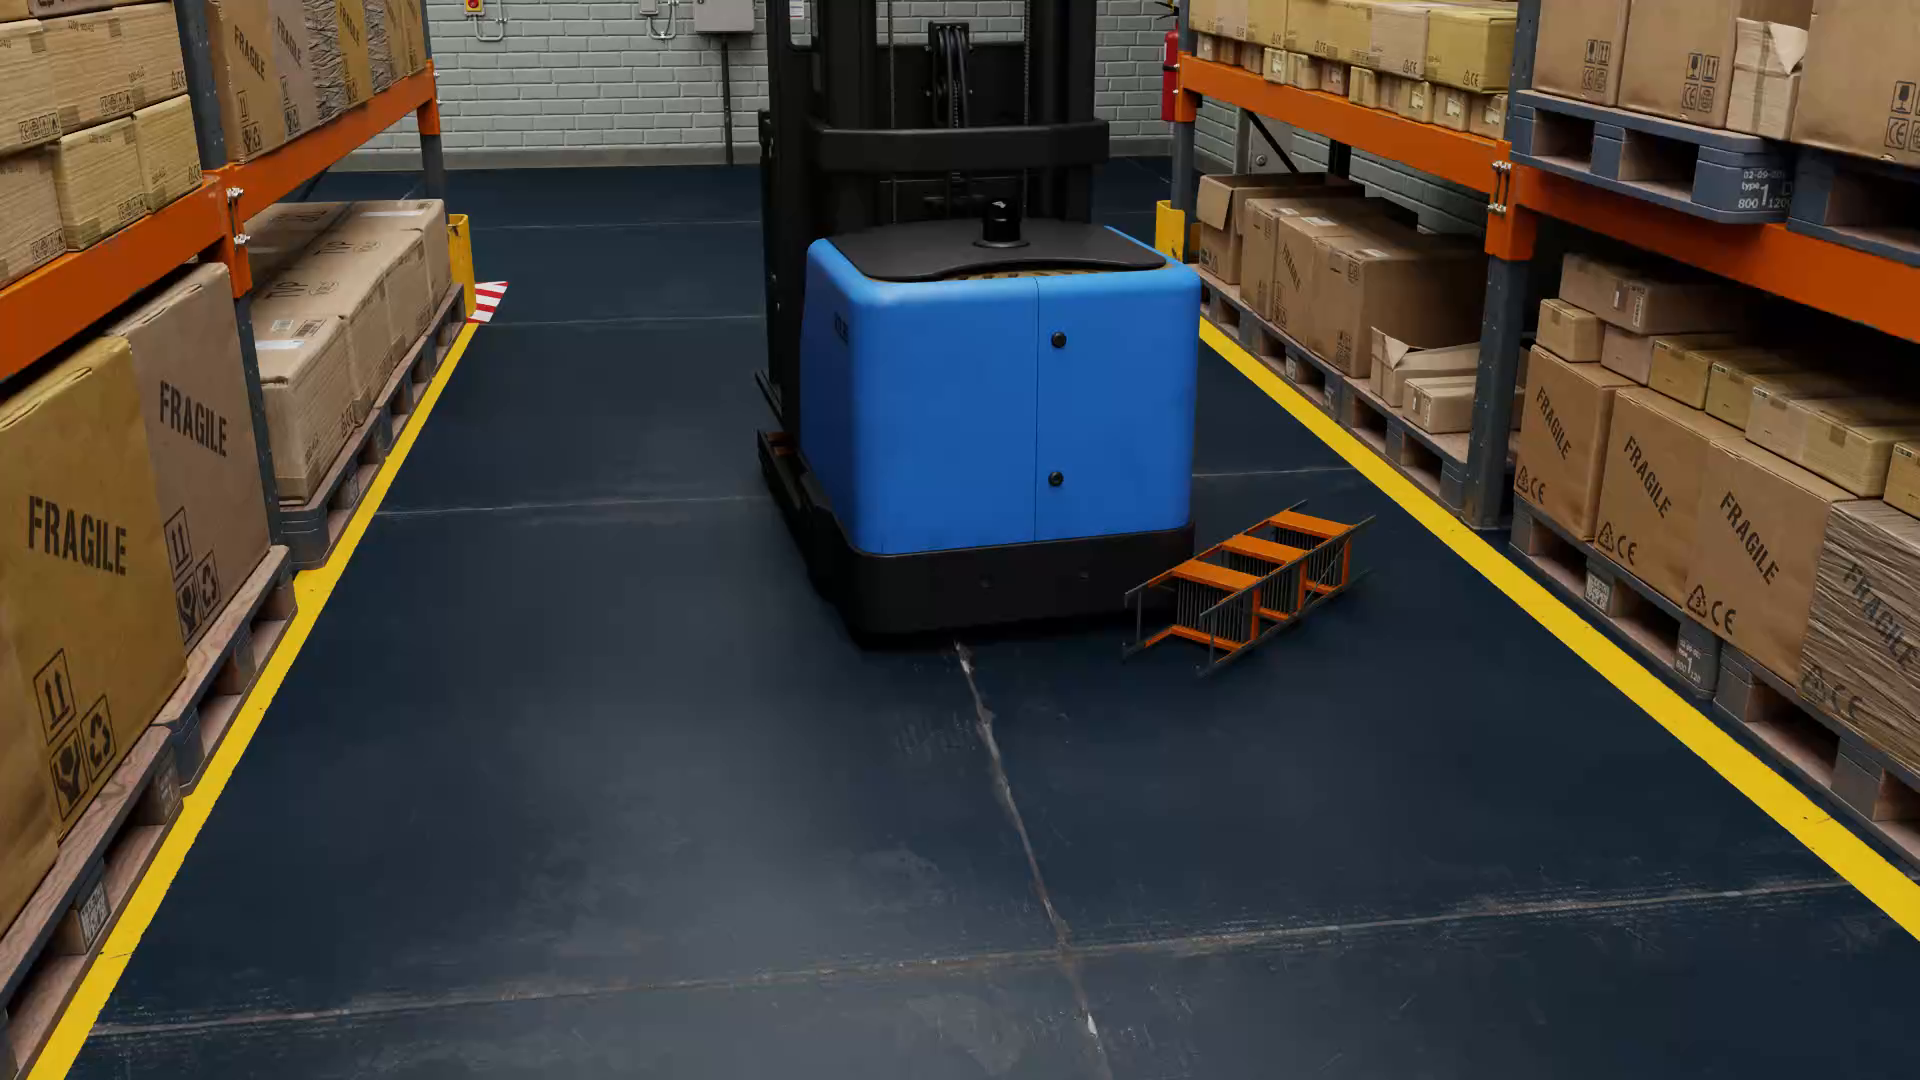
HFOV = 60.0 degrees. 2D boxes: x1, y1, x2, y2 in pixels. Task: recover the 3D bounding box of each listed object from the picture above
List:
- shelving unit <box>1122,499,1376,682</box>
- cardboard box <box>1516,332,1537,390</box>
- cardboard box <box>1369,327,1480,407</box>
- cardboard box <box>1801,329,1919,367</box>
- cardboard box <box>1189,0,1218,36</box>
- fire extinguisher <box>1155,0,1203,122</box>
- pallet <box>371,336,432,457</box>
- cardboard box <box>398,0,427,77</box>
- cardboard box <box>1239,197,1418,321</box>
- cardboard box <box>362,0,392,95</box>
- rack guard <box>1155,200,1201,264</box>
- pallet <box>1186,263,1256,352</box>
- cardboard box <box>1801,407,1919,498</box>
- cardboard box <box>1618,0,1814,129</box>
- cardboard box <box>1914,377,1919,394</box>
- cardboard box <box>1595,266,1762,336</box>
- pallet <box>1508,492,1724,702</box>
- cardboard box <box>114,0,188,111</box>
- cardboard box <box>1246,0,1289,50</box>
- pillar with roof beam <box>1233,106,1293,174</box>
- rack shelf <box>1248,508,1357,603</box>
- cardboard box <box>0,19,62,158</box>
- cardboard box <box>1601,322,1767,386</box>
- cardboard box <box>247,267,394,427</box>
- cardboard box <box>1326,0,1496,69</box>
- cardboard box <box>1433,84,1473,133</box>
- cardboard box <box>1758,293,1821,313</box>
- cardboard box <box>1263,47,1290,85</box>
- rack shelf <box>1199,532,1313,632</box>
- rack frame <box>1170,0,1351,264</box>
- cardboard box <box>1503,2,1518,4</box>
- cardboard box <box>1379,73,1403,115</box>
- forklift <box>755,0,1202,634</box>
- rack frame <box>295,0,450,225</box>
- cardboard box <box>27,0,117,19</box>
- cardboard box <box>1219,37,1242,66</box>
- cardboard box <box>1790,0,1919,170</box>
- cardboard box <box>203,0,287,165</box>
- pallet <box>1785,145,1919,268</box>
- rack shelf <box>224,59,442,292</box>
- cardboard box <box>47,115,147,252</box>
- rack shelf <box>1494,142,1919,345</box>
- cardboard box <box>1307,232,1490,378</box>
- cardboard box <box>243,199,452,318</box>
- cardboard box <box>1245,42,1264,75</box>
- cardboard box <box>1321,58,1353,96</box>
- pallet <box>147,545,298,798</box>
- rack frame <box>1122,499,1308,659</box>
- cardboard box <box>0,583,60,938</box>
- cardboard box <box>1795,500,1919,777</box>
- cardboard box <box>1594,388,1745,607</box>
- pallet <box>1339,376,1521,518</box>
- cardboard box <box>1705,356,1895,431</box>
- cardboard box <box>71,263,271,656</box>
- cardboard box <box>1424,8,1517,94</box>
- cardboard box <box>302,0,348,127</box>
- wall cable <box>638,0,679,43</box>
[{"bbox_3d":[0.894,0.129,5.020,0.252,0.215,1.050,16,26,37],"label":"shelving unit"},{"bbox_3d":[2.412,-0.653,6.419,0.500,0.311,0.500,-2,21,-6],"label":"cardboard box"},{"bbox_3d":[1.851,-0.693,6.591,0.396,0.266,0.258,-2,21,-6],"label":"cardboard box"},{"bbox_3d":[2.699,-0.517,4.859,0.380,0.149,0.250,-3,21,-7],"label":"cardboard box"},{"bbox_3d":[1.496,-2.758,8.603,0.500,0.250,0.500,-3,21,-7],"label":"cardboard box"},{"bbox_3d":[1.218,-2.677,9.239,0.296,0.674,0.183,-3,21,-8],"label":"fire extinguisher"},{"bbox_3d":[-2.849,-0.607,7.041,1.003,0.211,1.213,-3,21,-8],"label":"pallet"},{"bbox_3d":[-2.883,-2.501,7.983,0.500,0.500,0.500,-3,21,-7],"label":"cardboard box"},{"bbox_3d":[1.776,-1.371,8.072,0.700,0.500,0.500,-2,21,-6],"label":"cardboard box"},{"bbox_3d":[-2.742,-2.149,7.041,0.500,0.500,0.500,-2,21,-6],"label":"cardboard box"},{"bbox_3d":[1.708,-1.663,9.453,1.175,0.500,0.348,-3,21,-8],"label":"rack guard"},{"bbox_3d":[1.824,-1.251,8.765,1.003,0.211,1.213,-3,21,-8],"label":"pallet"},{"bbox_3d":[2.312,-0.218,4.058,0.380,0.149,0.250,-2,21,-6],"label":"cardboard box"},{"bbox_3d":[2.197,-1.360,4.328,0.700,0.500,0.500,-3,21,-7],"label":"cardboard box"},{"bbox_3d":[2.748,-0.332,4.362,0.380,0.149,0.250,-2,21,-6],"label":"cardboard box"},{"bbox_3d":[2.147,-0.719,4.973,0.380,0.149,0.250,-4,21,-10],"label":"cardboard box"},{"bbox_3d":[2.428,0.111,5.117,1.003,0.211,1.213,-3,21,-8],"label":"pallet"},{"bbox_3d":[-2.334,-1.247,4.267,0.500,0.250,0.500,-3,21,-8],"label":"cardboard box"},{"bbox_3d":[1.645,-2.408,7.666,0.500,0.250,0.500,-3,21,-9],"label":"cardboard box"},{"bbox_3d":[-2.060,-6.432,10.076,9.100,9.000,0.400,-3,21,-8],"label":"pillar with roof beam"},{"bbox_3d":[1.068,0.055,5.217,0.240,0.215,0.259,16,26,37],"label":"rack shelf"},{"bbox_3d":[-2.174,-0.895,3.325,0.500,0.250,0.500,-2,21,-6],"label":"cardboard box"},{"bbox_3d":[2.178,-0.575,5.014,0.380,0.149,0.250,-3,21,-9],"label":"cardboard box"},{"bbox_3d":[-2.752,-0.752,6.505,0.875,0.438,0.875,-4,21,-9],"label":"cardboard box"},{"bbox_3d":[1.813,-2.054,6.718,0.500,0.250,0.500,-3,21,-8],"label":"cardboard box"},{"bbox_3d":[1.919,-1.544,5.922,0.380,0.149,0.250,-2,21,-6],"label":"cardboard box"},{"bbox_3d":[2.612,-0.692,5.326,0.380,0.149,0.250,-4,21,-10],"label":"cardboard box"},{"bbox_3d":[1.609,-2.166,7.587,0.380,0.149,0.250,-4,21,-9],"label":"cardboard box"},{"bbox_3d":[0.887,0.132,5.012,0.240,0.215,0.259,16,26,37],"label":"rack shelf"},{"bbox_3d":[1.697,-2.860,9.086,1.000,3.000,0.127,-3,21,-8],"label":"rack frame"},{"bbox_3d":[2.390,-1.902,6.312,0.500,0.250,0.500,-3,21,-8],"label":"cardboard box"},{"bbox_3d":[1.846,-1.725,6.406,0.380,0.149,0.250,-2,21,-6],"label":"cardboard box"},{"bbox_3d":[-0.155,-1.585,5.771,1.130,2.935,3.031,-5,21,-13],"label":"forklift"},{"bbox_3d":[-3.214,-2.608,8.412,1.000,3.000,0.127,-3,21,-8],"label":"rack frame"},{"bbox_3d":[-2.243,-1.418,3.653,0.500,0.500,0.500,-3,21,-7],"label":"cardboard box"},{"bbox_3d":[1.555,-2.529,8.559,0.380,0.149,0.250,-2,21,-6],"label":"cardboard box"},{"bbox_3d":[2.310,-1.089,3.601,0.700,0.500,0.500,-3,21,-8],"label":"cardboard box"},{"bbox_3d":[-2.446,-1.446,5.157,0.500,0.500,0.500,-2,21,-6],"label":"cardboard box"},{"bbox_3d":[2.565,-0.673,3.506,1.003,0.211,1.213,-3,21,-8],"label":"pallet"},{"bbox_3d":[-2.926,-1.579,6.684,1.077,0.370,4.000,-3,21,-8],"label":"rack shelf"},{"bbox_3d":[-2.251,-0.834,3.876,0.500,0.250,0.500,-3,21,-9],"label":"cardboard box"},{"bbox_3d":[2.562,-0.445,3.650,1.077,0.370,4.000,-3,21,-8],"label":"rack shelf"},{"bbox_3d":[1.926,-1.012,7.110,0.700,0.500,0.500,-4,21,-10],"label":"cardboard box"},{"bbox_3d":[-3.020,-1.381,8.189,0.875,0.438,0.875,-4,21,-10],"label":"cardboard box"},{"bbox_3d":[1.603,-2.349,8.077,0.380,0.149,0.250,-2,21,-6],"label":"cardboard box"},{"bbox_3d":[1.773,-1.990,7.116,0.380,0.149,0.250,-3,21,-8],"label":"cardboard box"},{"bbox_3d":[-2.452,0.346,4.487,1.003,0.211,1.213,-3,21,-8],"label":"pallet"},{"bbox_3d":[0.800,0.102,5.092,0.008,0.200,1.050,16,26,37],"label":"rack frame"},{"bbox_3d":[-2.203,0.408,2.773,0.875,0.875,0.875,-3,21,-7],"label":"cardboard box"},{"bbox_3d":[2.343,0.215,3.826,0.500,0.500,0.500,-4,21,-10],"label":"cardboard box"},{"bbox_3d":[2.207,-0.138,4.771,0.500,0.500,0.500,-3,21,-8],"label":"cardboard box"},{"bbox_3d":[2.176,-0.406,6.503,1.003,0.211,1.213,-3,21,-8],"label":"pallet"},{"bbox_3d":[2.280,-0.392,4.525,0.380,0.149,0.250,-3,21,-9],"label":"cardboard box"},{"bbox_3d":[-2.469,-0.214,4.439,0.875,0.875,0.875,-2,21,-6],"label":"cardboard box"},{"bbox_3d":[1.959,-1.708,5.791,0.500,0.250,0.500,-2,21,-6],"label":"cardboard box"},{"bbox_3d":[-2.580,-1.793,6.086,0.500,0.500,0.500,-3,21,-7],"label":"cardboard box"},{"bbox_3d":[-2.648,-5.111,13.661,0.588,1.984,0.122,-3,21,-8],"label":"wall cable"}]
